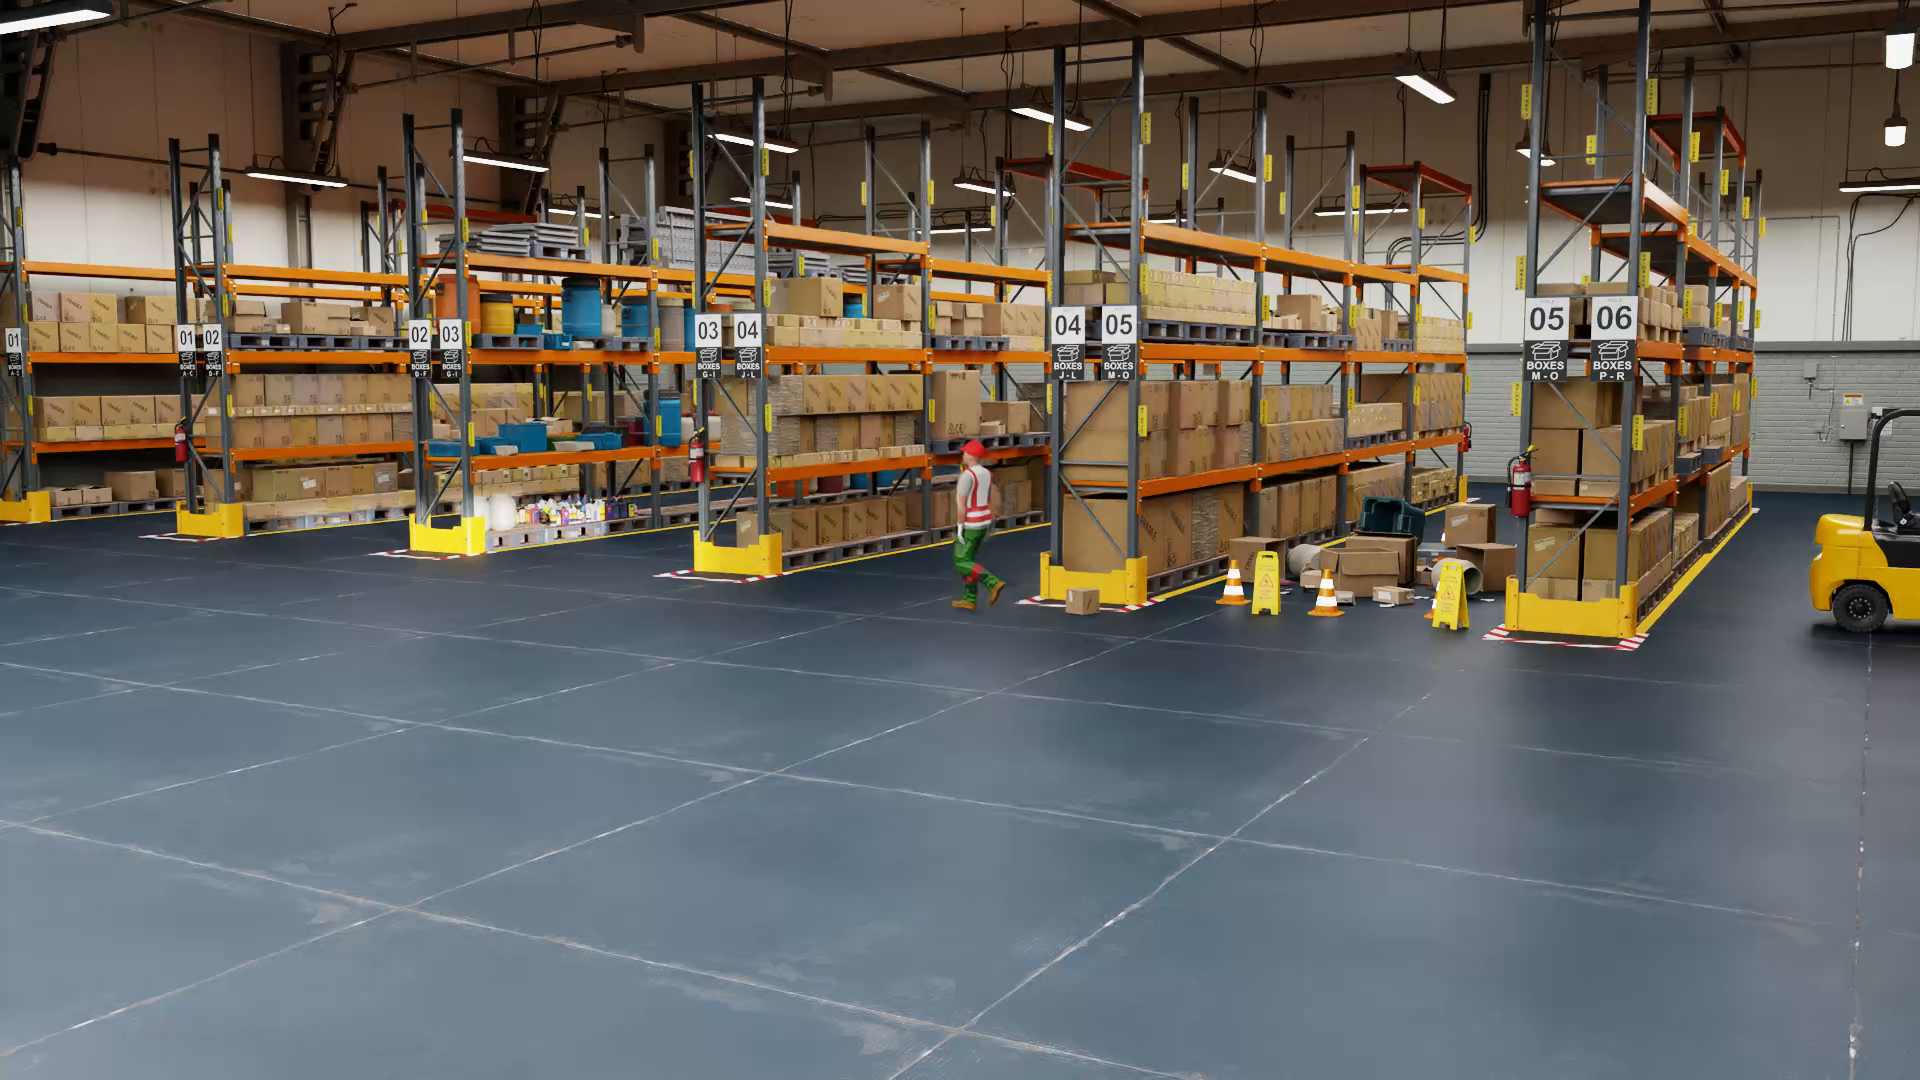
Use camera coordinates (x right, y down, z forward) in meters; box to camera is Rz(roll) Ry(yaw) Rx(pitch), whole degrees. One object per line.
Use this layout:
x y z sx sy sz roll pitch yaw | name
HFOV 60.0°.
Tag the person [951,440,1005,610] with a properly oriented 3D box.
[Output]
0.180 -0.143 17.196 0.750 1.769 0.542 4 7 32 | person
